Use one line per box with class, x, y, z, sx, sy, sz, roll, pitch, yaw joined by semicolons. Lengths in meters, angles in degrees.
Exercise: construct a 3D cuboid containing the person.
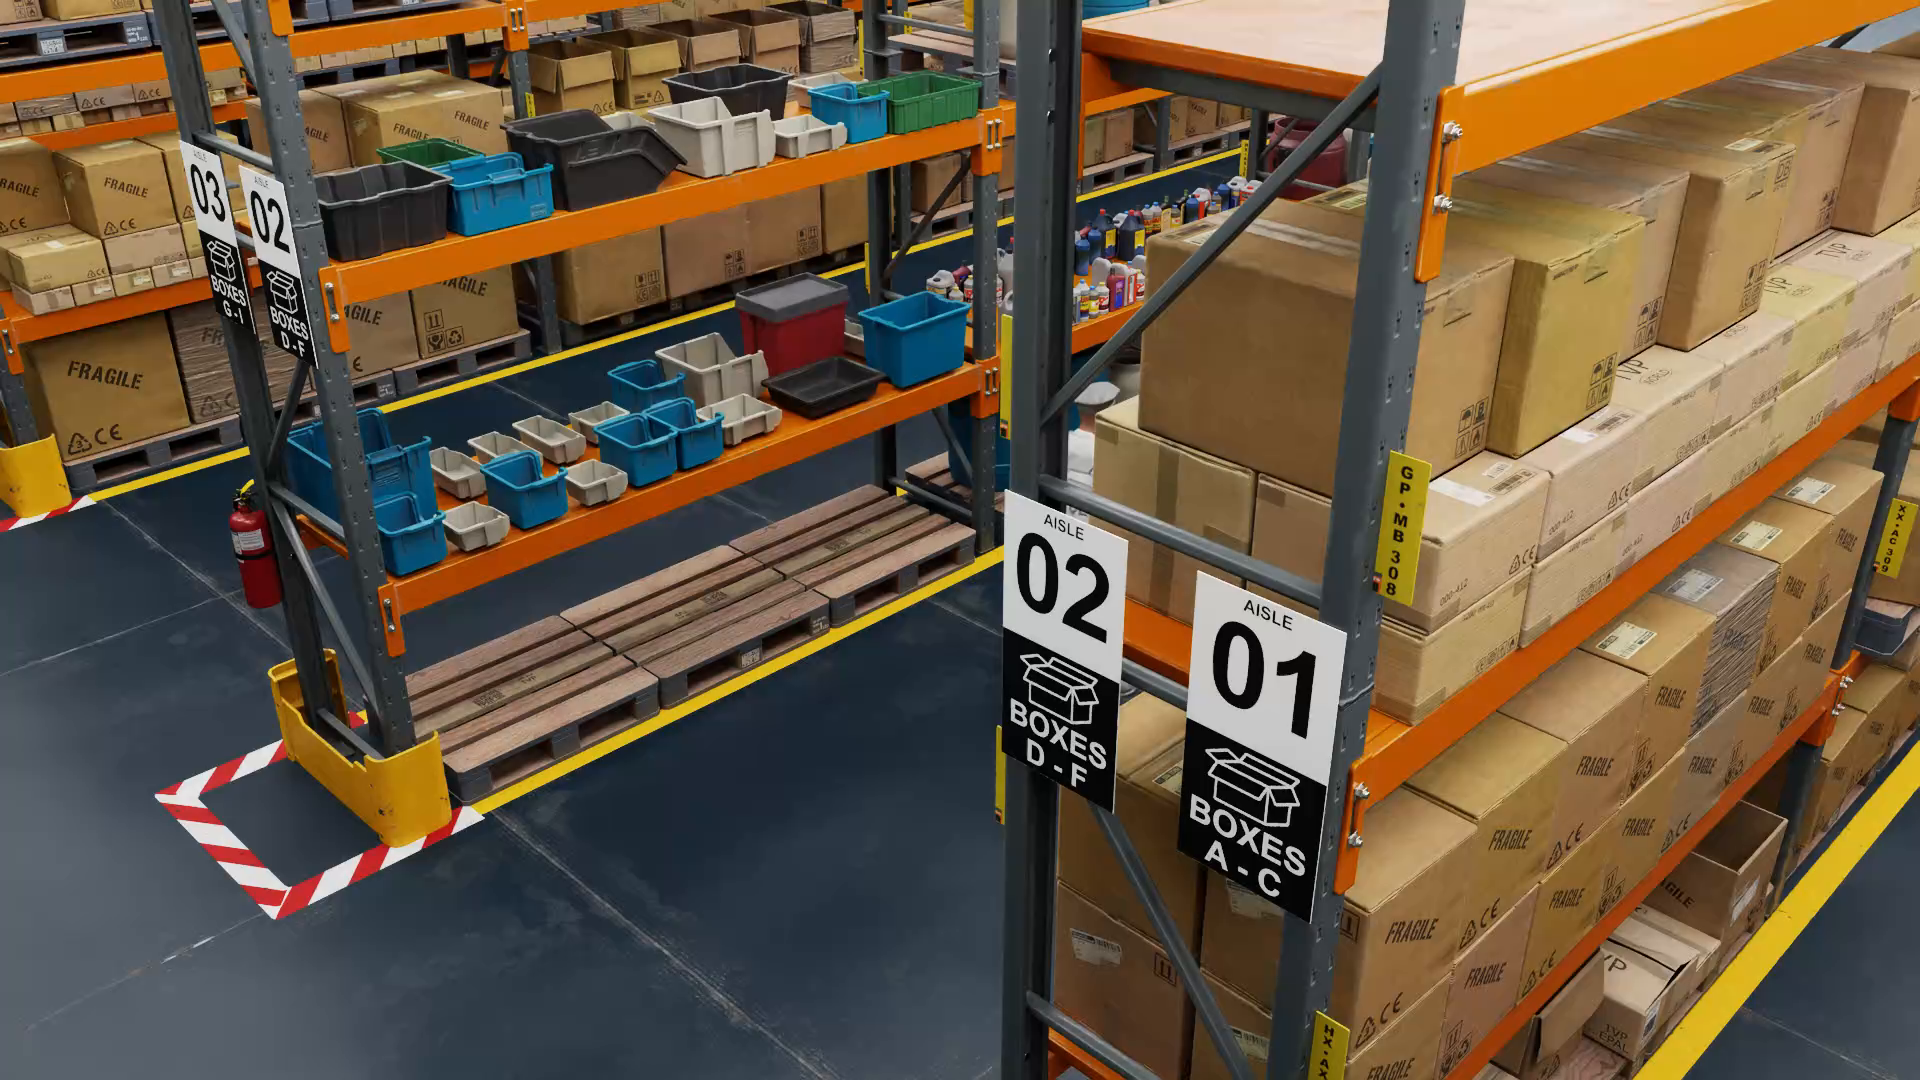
person;0.659;0.030;8.850;0.581;1.747;0.435;23;35;37
